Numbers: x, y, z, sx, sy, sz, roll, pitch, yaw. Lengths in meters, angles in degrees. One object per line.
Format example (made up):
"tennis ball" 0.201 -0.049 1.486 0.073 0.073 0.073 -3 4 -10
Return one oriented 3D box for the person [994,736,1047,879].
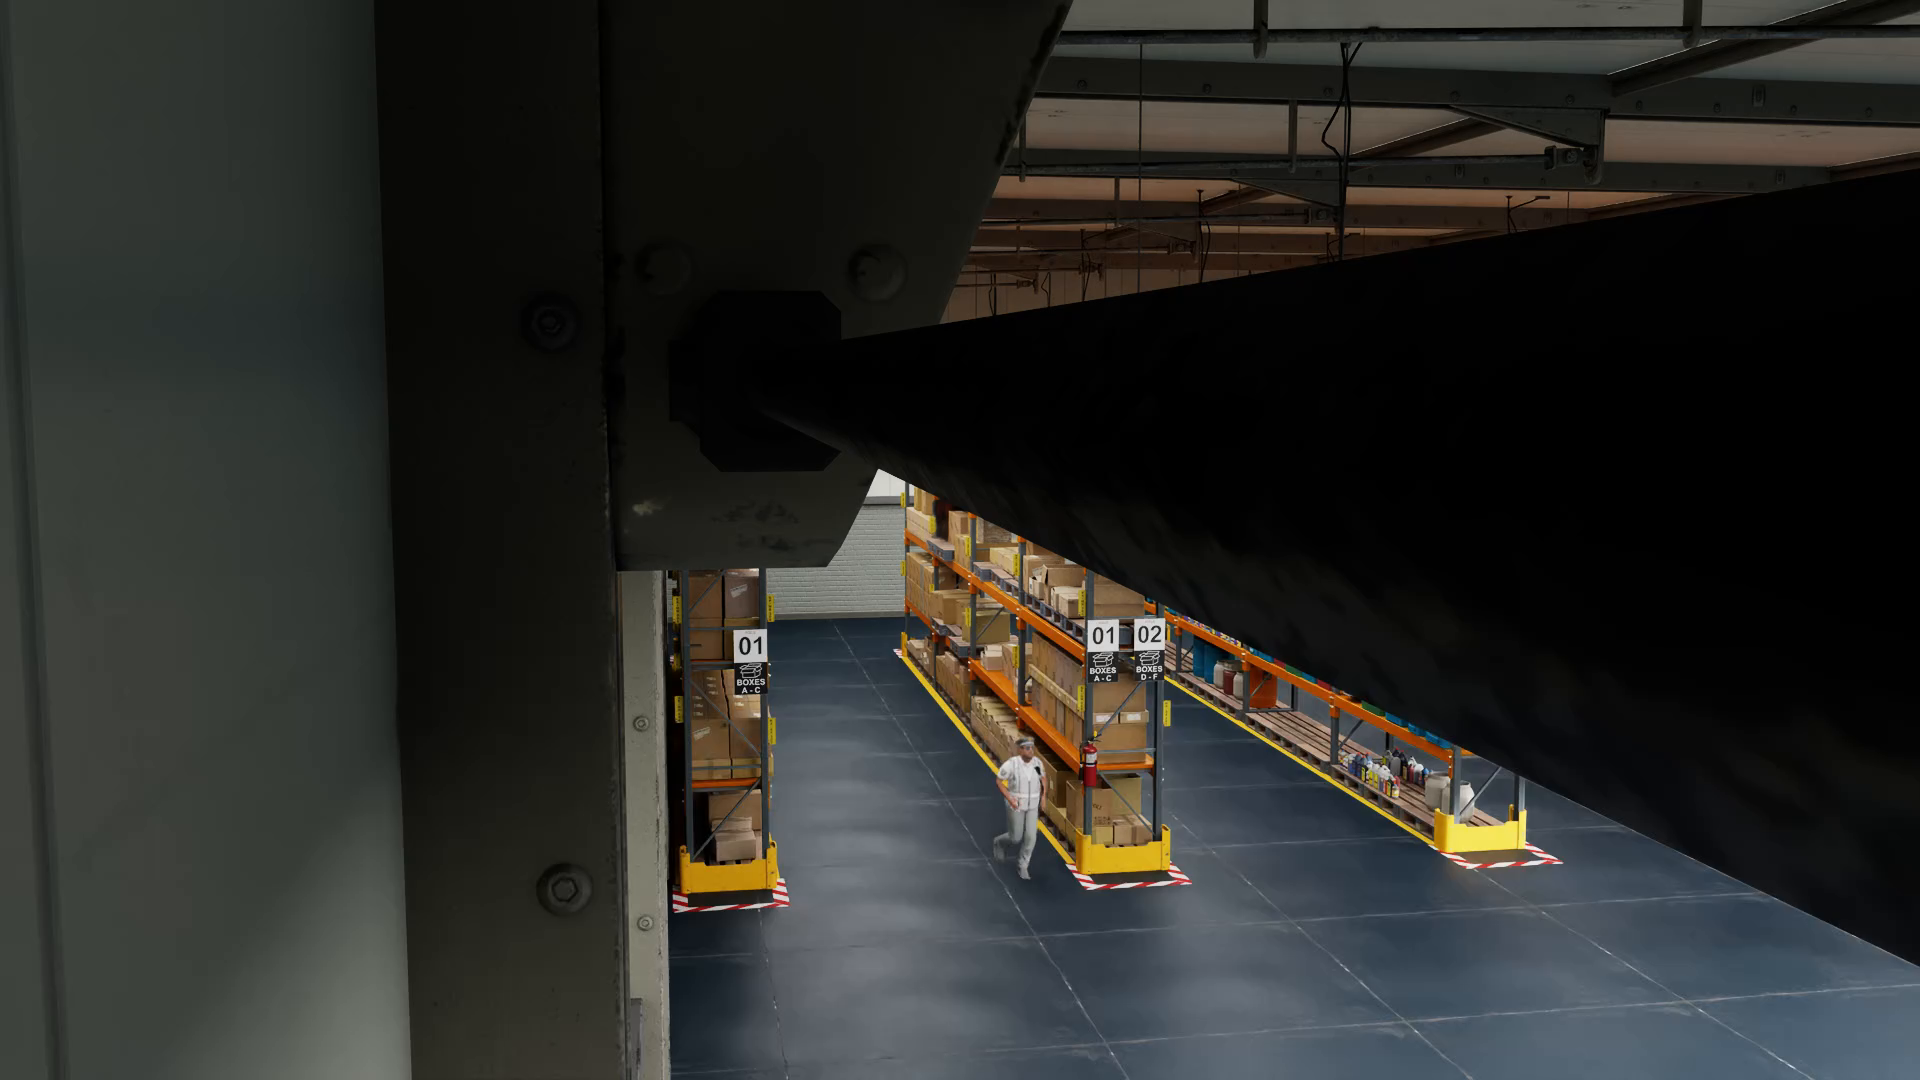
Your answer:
"person" 0.788 3.323 20.907 0.694 1.779 0.696 -3 6 -24
